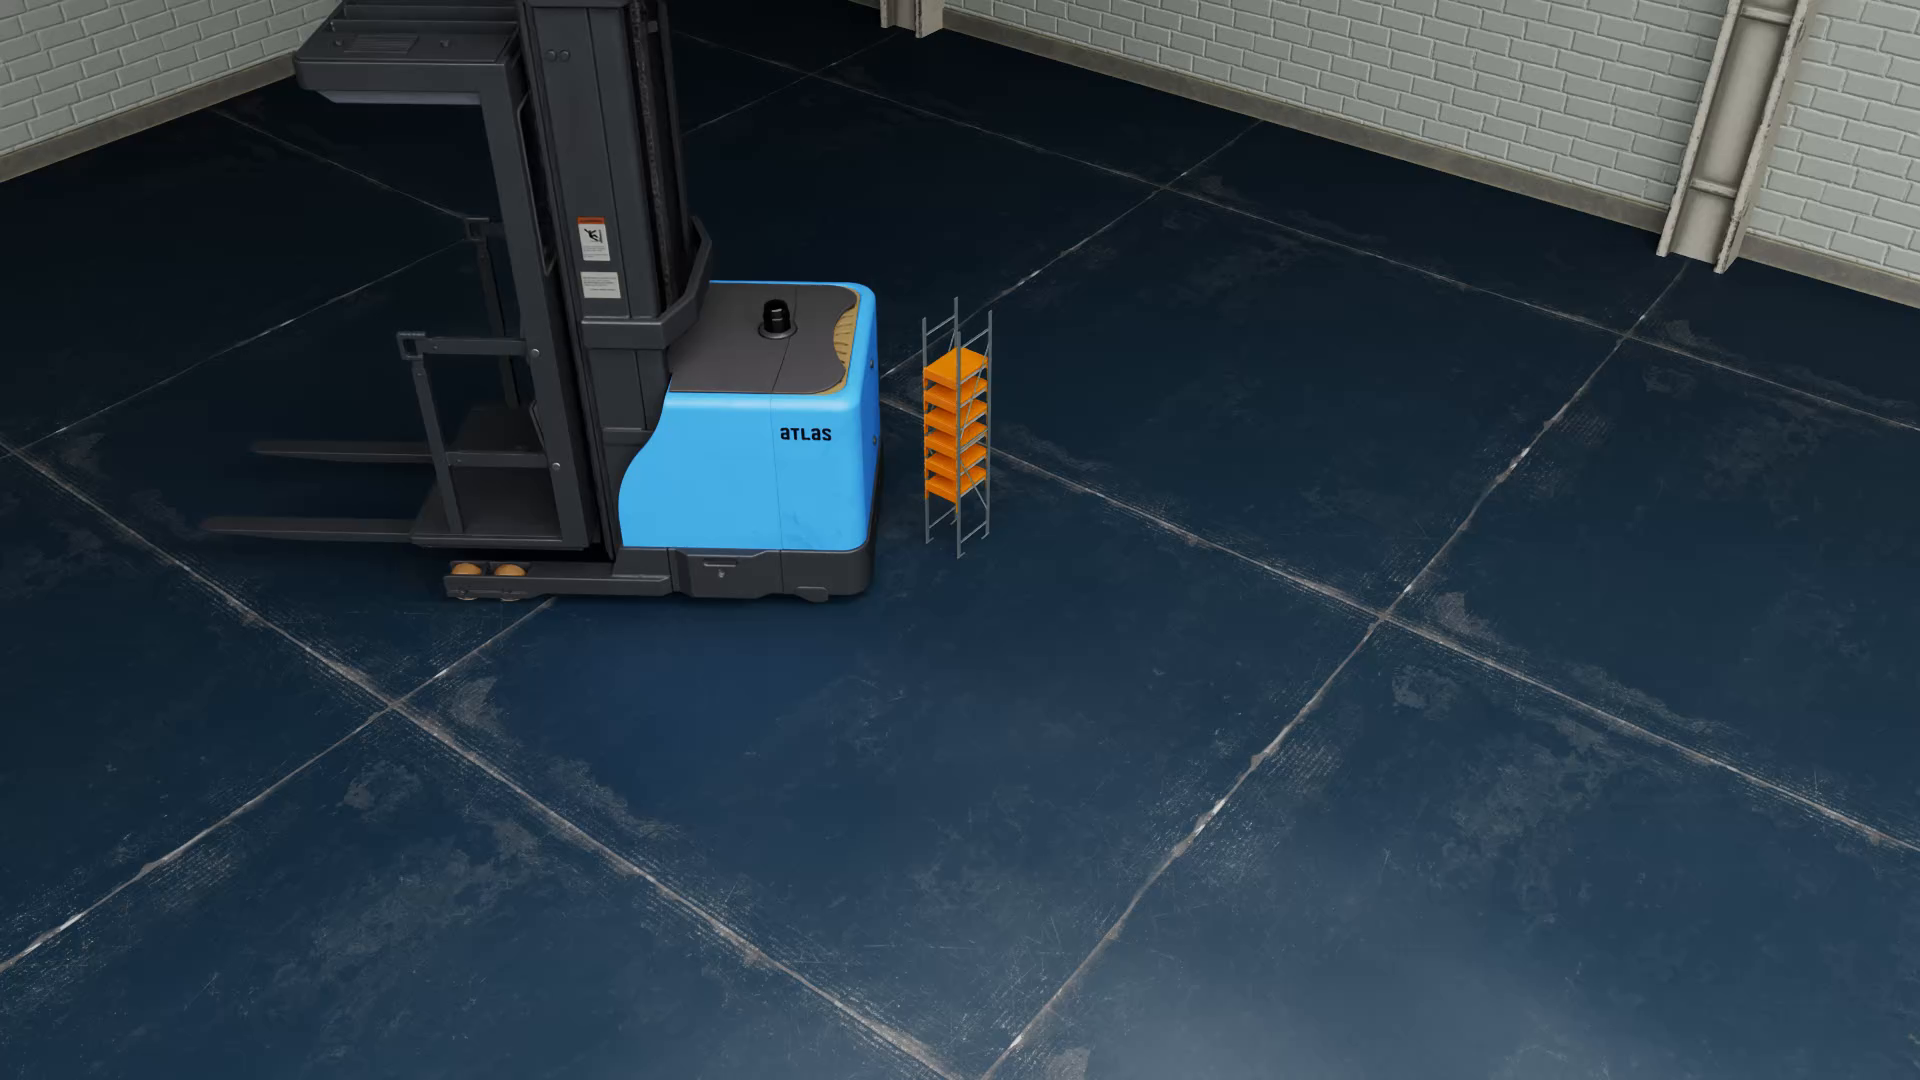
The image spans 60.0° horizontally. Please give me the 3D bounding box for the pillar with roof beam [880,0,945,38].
[{"bbox_3d":[-2.979,-5.390,7.335,0.400,9.000,9.100,25,45,29],"label":"pillar with roof beam"}]

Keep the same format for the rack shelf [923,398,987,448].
[{"bbox_3d":[-0.012,-0.537,7.340,0.180,0.103,0.258,25,45,29],"label":"rack shelf"}]

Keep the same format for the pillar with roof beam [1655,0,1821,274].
[{"bbox_3d":[1.787,-3.143,4.465,0.400,9.000,9.100,25,45,29],"label":"pillar with roof beam"}]

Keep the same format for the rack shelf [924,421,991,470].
[{"bbox_3d":[-0.012,-0.443,7.414,0.180,0.103,0.258,25,45,29],"label":"rack shelf"}]

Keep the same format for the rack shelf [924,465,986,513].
[{"bbox_3d":[-0.011,-0.254,7.562,0.180,0.103,0.258,25,45,29],"label":"rack shelf"}]

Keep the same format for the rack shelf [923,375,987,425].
[{"bbox_3d":[-0.012,-0.632,7.266,0.180,0.103,0.258,25,45,29],"label":"rack shelf"}]

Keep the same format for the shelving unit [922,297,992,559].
[{"bbox_3d":[-0.012,-0.478,7.387,0.189,1.200,0.258,25,45,29],"label":"shelving unit"}]

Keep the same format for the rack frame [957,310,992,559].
[{"bbox_3d":[0.061,-0.444,7.343,0.006,1.200,0.240,25,45,29],"label":"rack frame"}]

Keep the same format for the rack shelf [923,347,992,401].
[{"bbox_3d":[-0.012,-0.726,7.193,0.180,0.103,0.258,25,45,29],"label":"rack shelf"}]

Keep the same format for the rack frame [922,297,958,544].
[{"bbox_3d":[-0.084,-0.512,7.431,0.006,1.200,0.240,25,45,29],"label":"rack frame"}]

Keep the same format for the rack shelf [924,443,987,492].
[{"bbox_3d":[-0.011,-0.348,7.488,0.180,0.103,0.258,25,45,29],"label":"rack shelf"}]

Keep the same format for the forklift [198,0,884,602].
[{"bbox_3d":[-1.895,-1.206,6.913,3.031,2.935,1.130,1,38,2],"label":"forklift"}]
